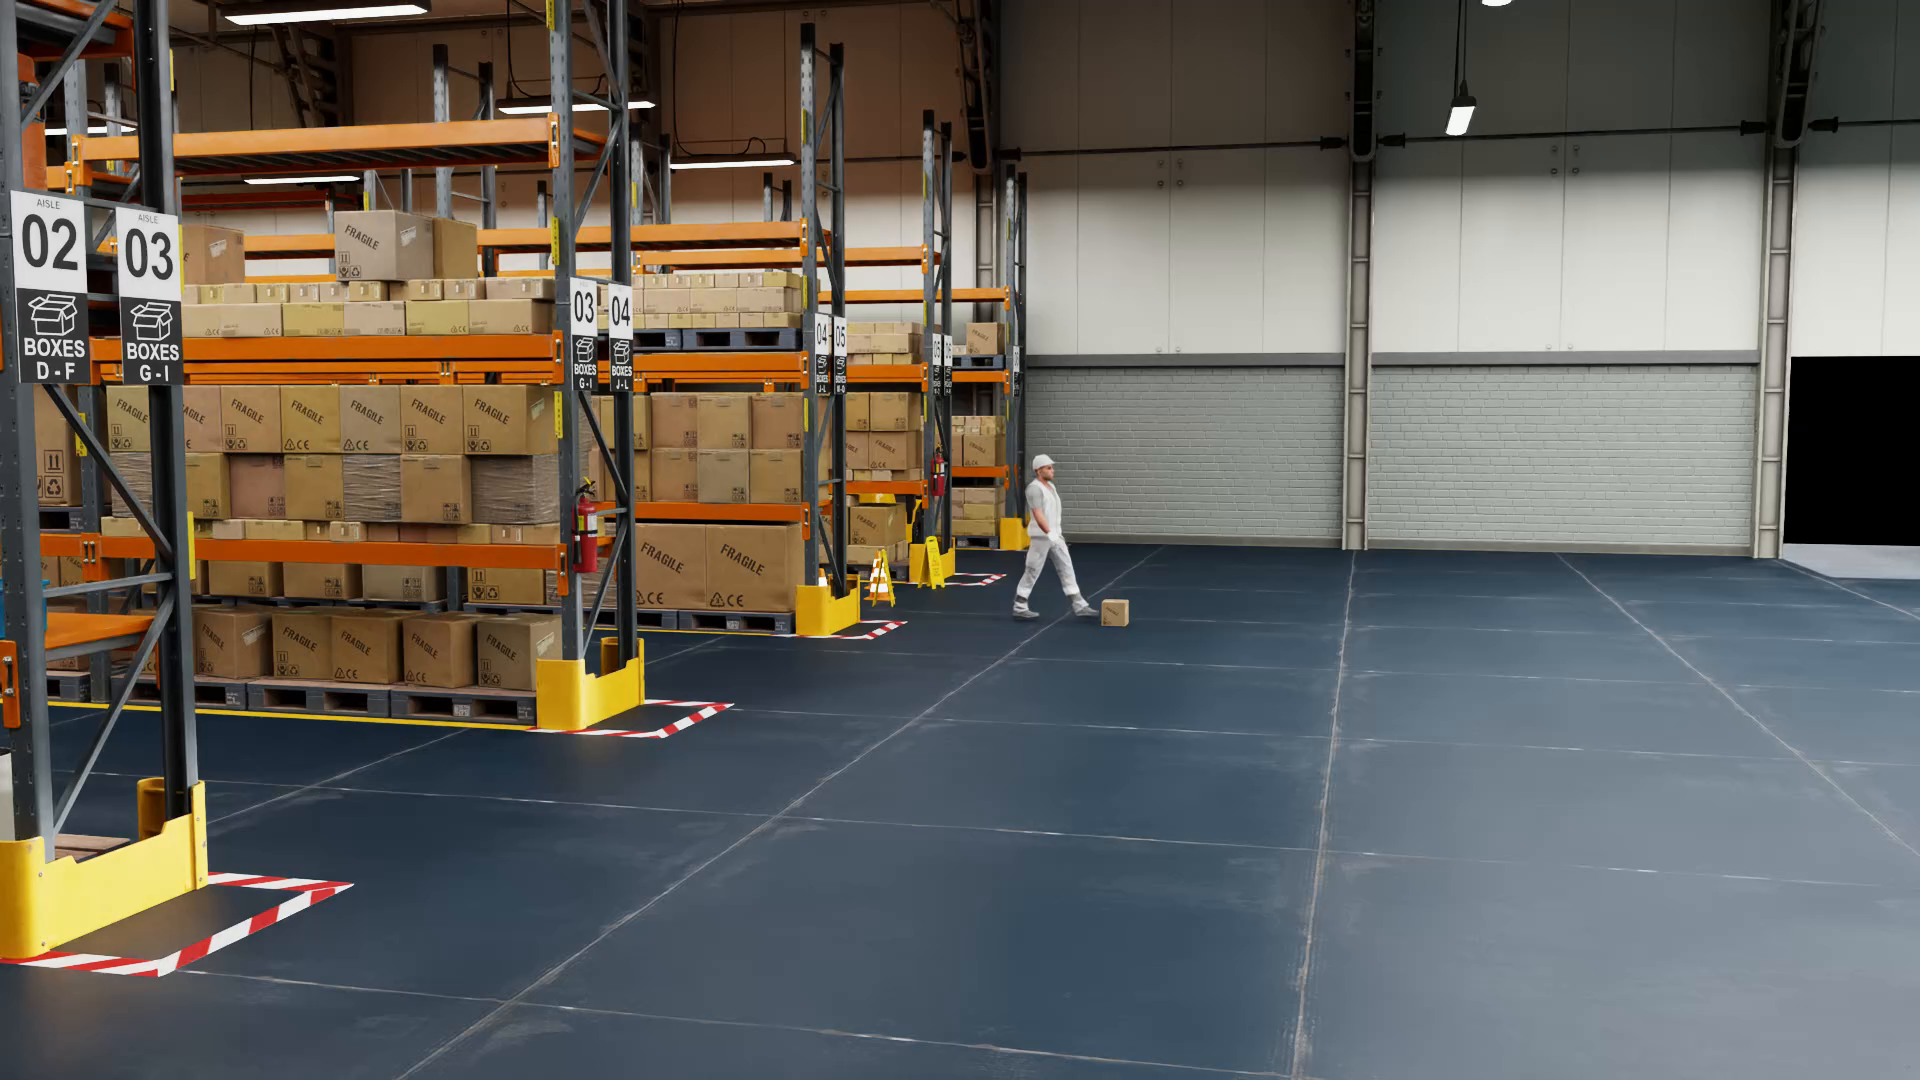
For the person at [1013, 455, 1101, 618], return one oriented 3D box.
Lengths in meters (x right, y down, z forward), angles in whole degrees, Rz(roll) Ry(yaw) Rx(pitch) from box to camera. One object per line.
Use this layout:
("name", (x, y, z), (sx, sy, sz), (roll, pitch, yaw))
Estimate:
("person", (1.003, -0.031, 17.553), (0.944, 1.738, 0.568), (3, 6, 32))
